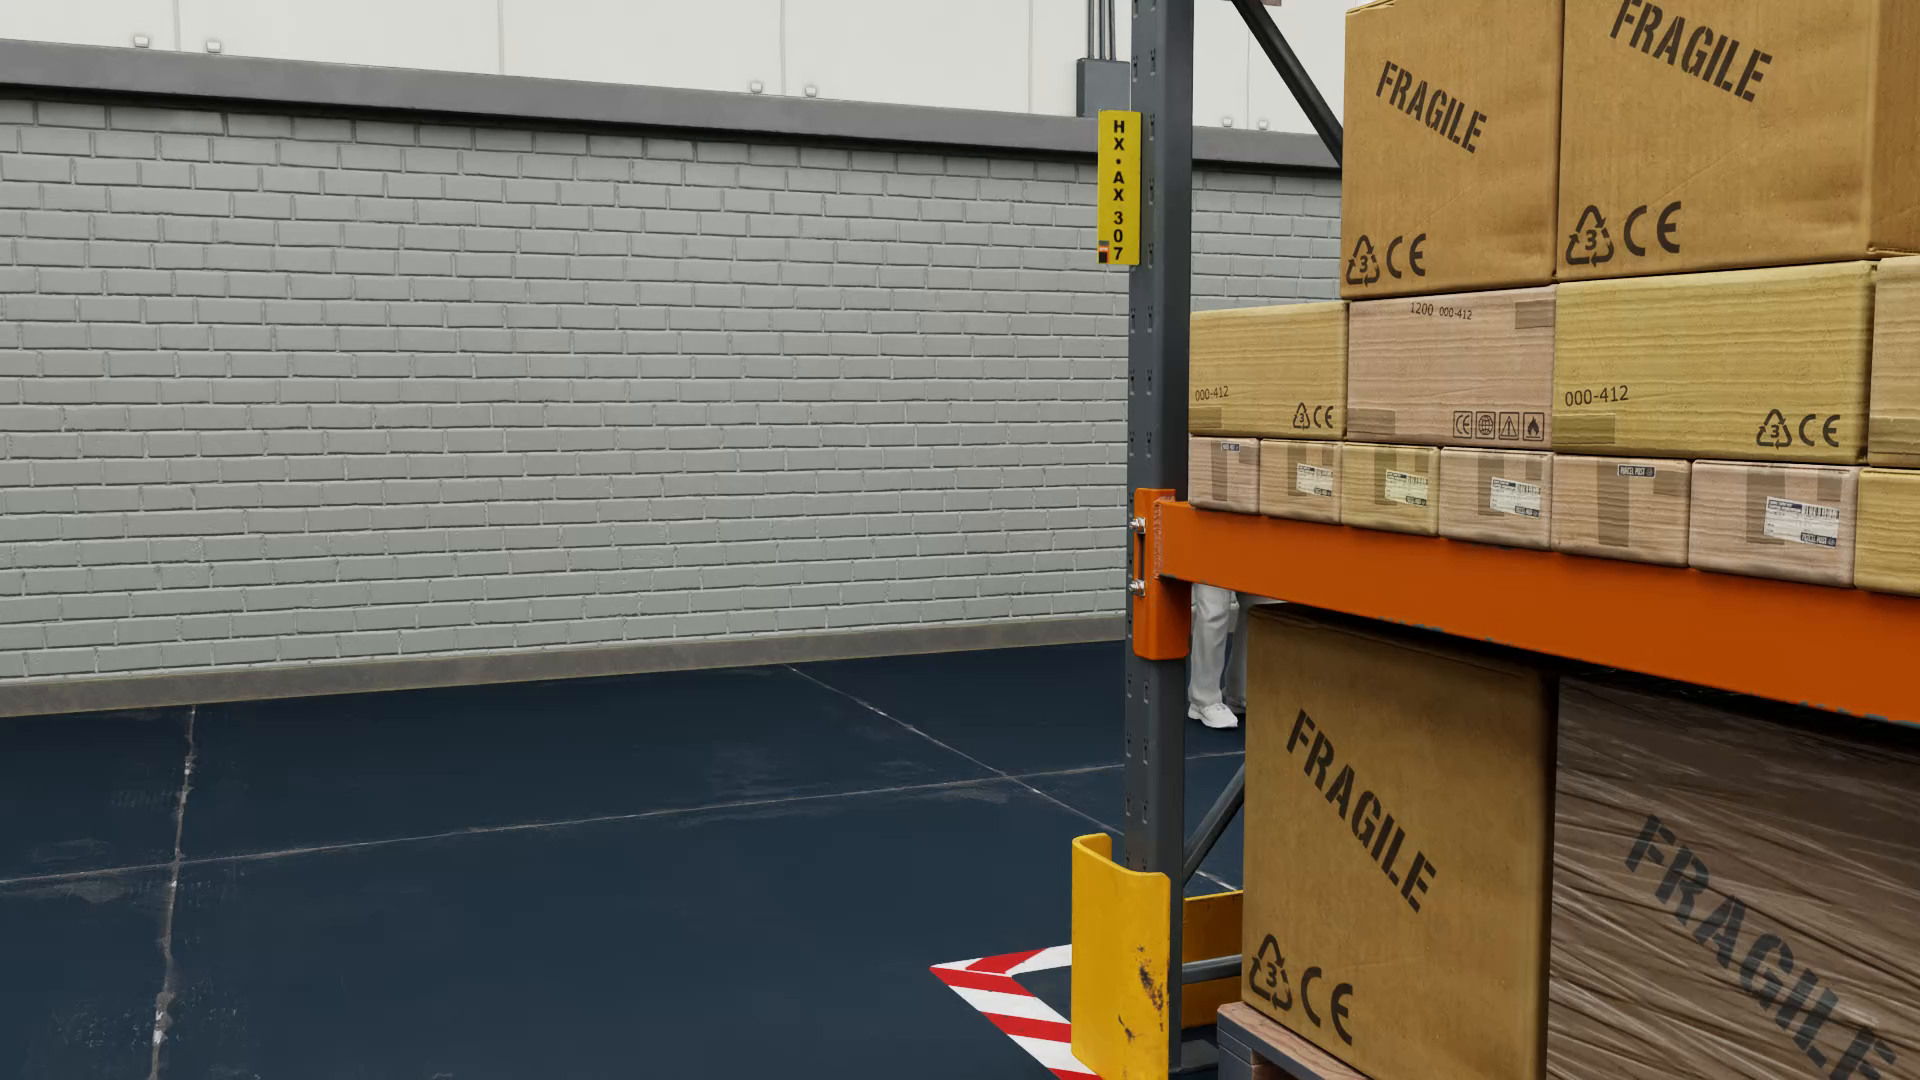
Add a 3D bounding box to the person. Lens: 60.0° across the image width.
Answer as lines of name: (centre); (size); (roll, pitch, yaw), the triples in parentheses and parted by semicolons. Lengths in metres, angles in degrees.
person: (1.290, -0.006, 7.606); (0.537, 1.720, 0.617); (-2, 6, -25)
